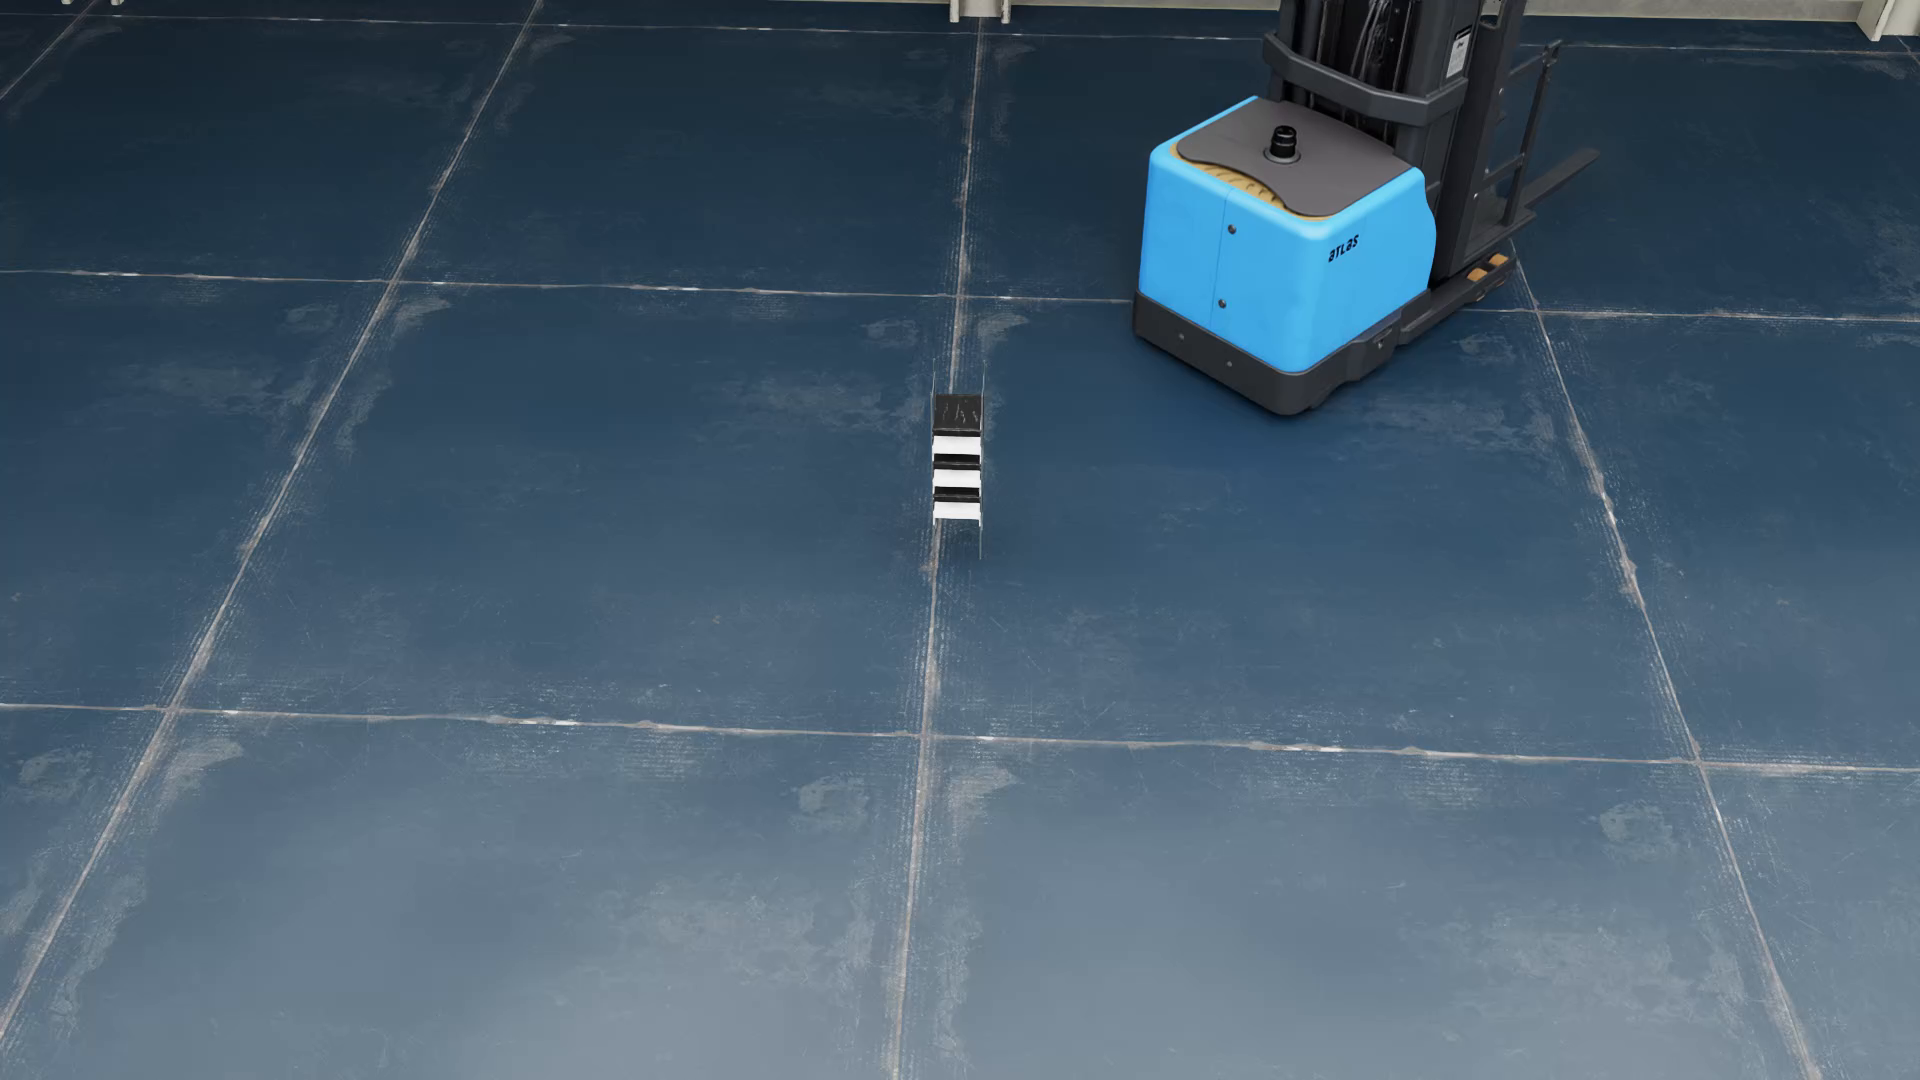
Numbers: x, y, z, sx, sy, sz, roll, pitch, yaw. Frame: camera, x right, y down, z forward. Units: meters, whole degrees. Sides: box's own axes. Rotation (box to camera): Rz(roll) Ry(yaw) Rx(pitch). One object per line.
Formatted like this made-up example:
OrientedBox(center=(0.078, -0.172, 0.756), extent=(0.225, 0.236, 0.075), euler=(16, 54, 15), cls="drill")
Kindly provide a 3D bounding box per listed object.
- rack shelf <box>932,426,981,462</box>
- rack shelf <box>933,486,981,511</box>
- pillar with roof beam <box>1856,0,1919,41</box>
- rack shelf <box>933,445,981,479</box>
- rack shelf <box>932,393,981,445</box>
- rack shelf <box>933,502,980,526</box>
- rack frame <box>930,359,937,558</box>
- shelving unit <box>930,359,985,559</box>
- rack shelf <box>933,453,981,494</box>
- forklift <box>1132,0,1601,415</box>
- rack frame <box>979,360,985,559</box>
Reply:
OrientedBox(center=(-0.008, -0.437, 6.929), extent=(0.200, 0.077, 0.258), euler=(2, 43, 2), cls="rack shelf")
OrientedBox(center=(-0.008, -0.239, 7.113), extent=(0.200, 0.077, 0.258), euler=(2, 43, 2), cls="rack shelf")
OrientedBox(center=(5.938, -3.710, 4.716), extent=(0.400, 9.000, 9.100), euler=(2, 43, 2), cls="pillar with roof beam")
OrientedBox(center=(-0.008, -0.371, 6.990), extent=(0.200, 0.077, 0.258), euler=(2, 43, 2), cls="rack shelf")
OrientedBox(center=(-0.008, -0.503, 6.868), extent=(0.200, 0.077, 0.258), euler=(2, 43, 2), cls="rack shelf")
OrientedBox(center=(-0.008, -0.173, 7.174), extent=(0.200, 0.077, 0.258), euler=(2, 43, 2), cls="rack shelf")
OrientedBox(center=(-0.110, -0.333, 7.032), extent=(0.006, 0.900, 0.240), euler=(2, 43, 2), cls="rack frame")
OrientedBox(center=(-0.008, -0.330, 7.029), extent=(0.210, 0.900, 0.258), euler=(2, 43, 2), cls="shelving unit")
OrientedBox(center=(-0.008, -0.305, 7.052), extent=(0.200, 0.077, 0.258), euler=(2, 43, 2), cls="rack shelf")
OrientedBox(center=(2.281, -2.551, 7.923), extent=(3.031, 2.935, 1.130), euler=(-33, 52, -30), cls="forklift")
OrientedBox(center=(0.093, -0.326, 7.026), extent=(0.006, 0.900, 0.240), euler=(2, 43, 2), cls="rack frame")
